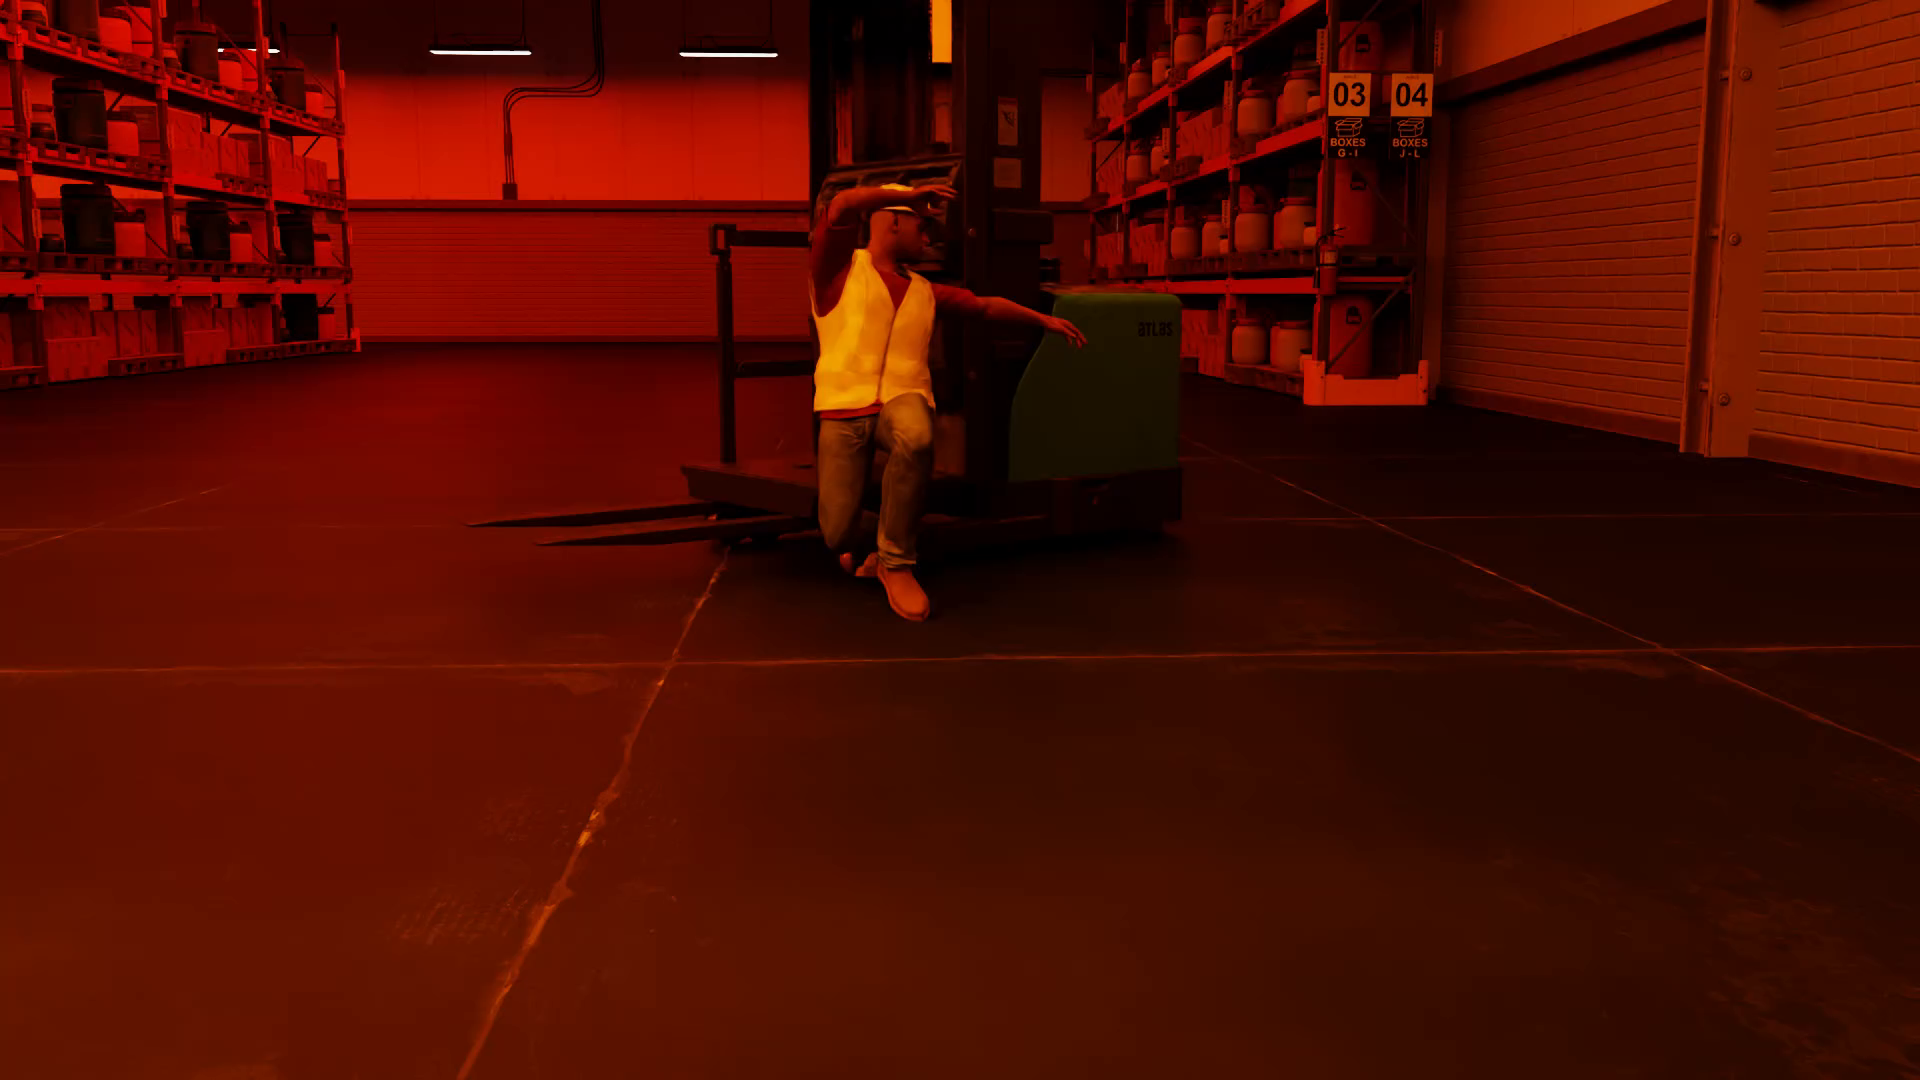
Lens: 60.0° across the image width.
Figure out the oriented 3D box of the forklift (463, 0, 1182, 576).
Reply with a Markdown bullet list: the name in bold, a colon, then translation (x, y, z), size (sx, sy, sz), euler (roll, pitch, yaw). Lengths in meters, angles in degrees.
- **forklift**: translation (-0.473, -1.393, 6.713), size (3.031, 2.935, 1.130), euler (-7, 11, -38)

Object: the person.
- **person**: translation (0.012, -0.521, 5.861), size (1.059, 1.472, 0.915), euler (-1, 9, -9)
